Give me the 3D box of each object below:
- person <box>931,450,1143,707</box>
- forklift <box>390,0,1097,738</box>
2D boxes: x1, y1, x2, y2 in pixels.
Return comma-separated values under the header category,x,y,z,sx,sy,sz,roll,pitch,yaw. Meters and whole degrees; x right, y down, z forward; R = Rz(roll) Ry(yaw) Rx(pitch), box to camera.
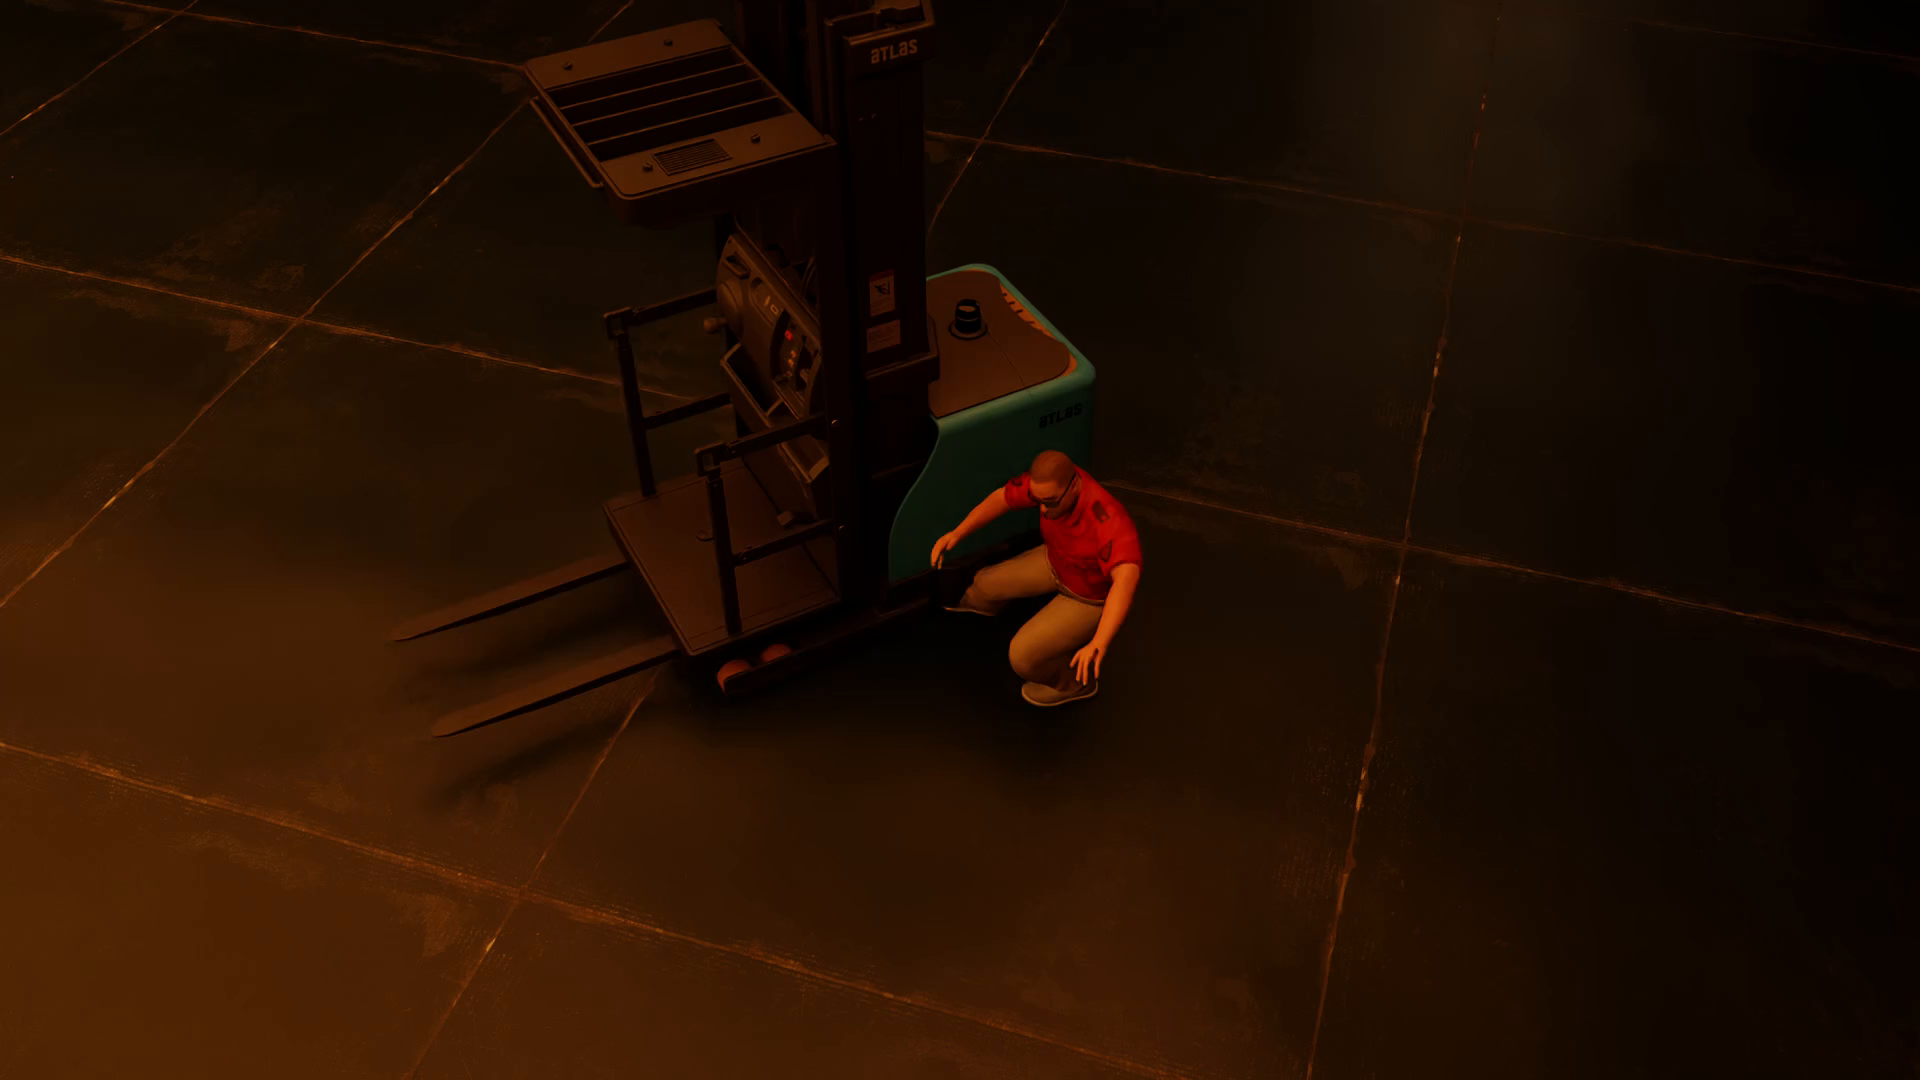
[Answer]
category,x,y,z,sx,sy,sz,roll,pitch,yaw
person,0.311,0.188,6.575,0.793,1.465,1.562,-22,47,-22
forklift,-0.944,-0.814,6.564,3.031,2.935,1.130,-20,47,-21
